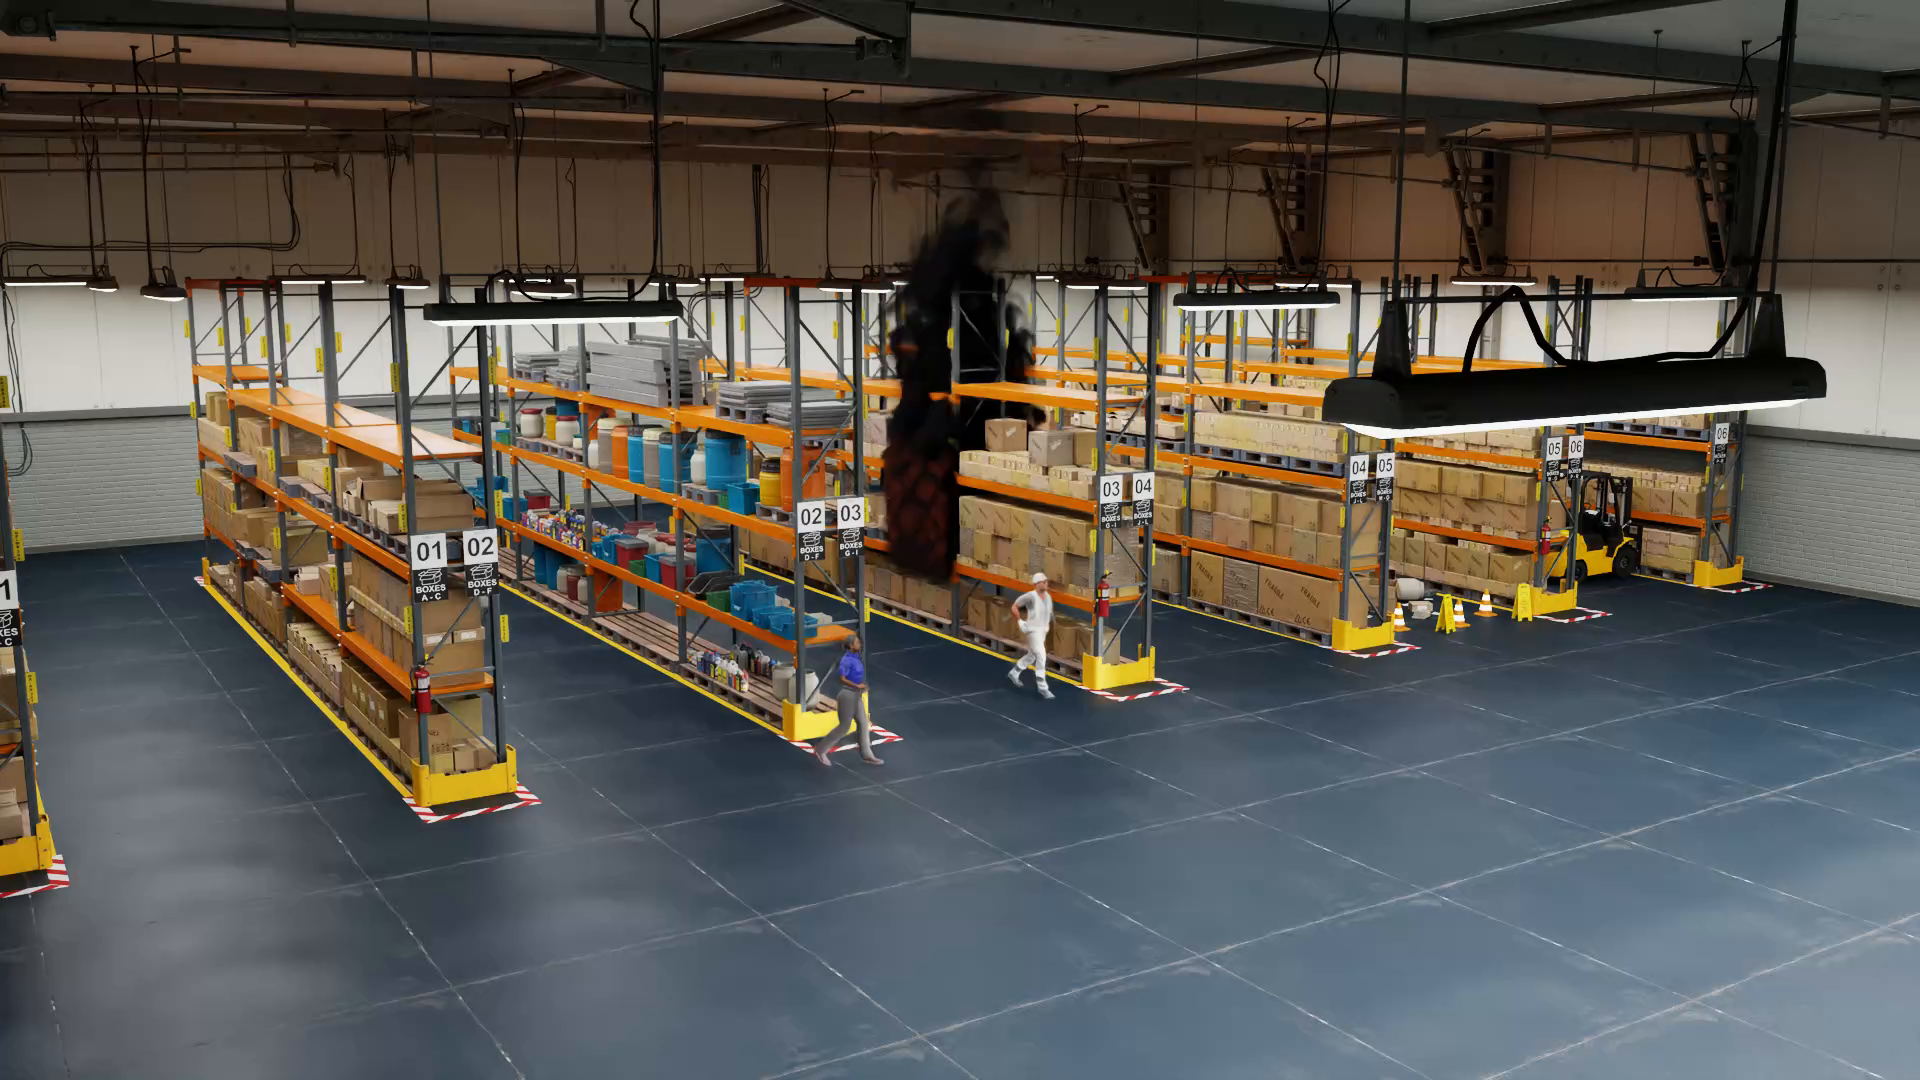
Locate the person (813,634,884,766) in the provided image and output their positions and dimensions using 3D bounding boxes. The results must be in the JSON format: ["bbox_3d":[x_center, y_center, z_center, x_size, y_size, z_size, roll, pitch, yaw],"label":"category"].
[{"bbox_3d":[-1.380,2.100,21.040,0.880,1.433,0.626,1,10,9],"label":"person"}]

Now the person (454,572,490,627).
[{"bbox_3d":[-8.220,0.762,28.193,0.645,1.741,0.604,-8,13,-41],"label":"person"}]

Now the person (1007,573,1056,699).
[{"bbox_3d":[1.117,1.376,24.513,0.925,1.814,0.680,8,12,40],"label":"person"}]
